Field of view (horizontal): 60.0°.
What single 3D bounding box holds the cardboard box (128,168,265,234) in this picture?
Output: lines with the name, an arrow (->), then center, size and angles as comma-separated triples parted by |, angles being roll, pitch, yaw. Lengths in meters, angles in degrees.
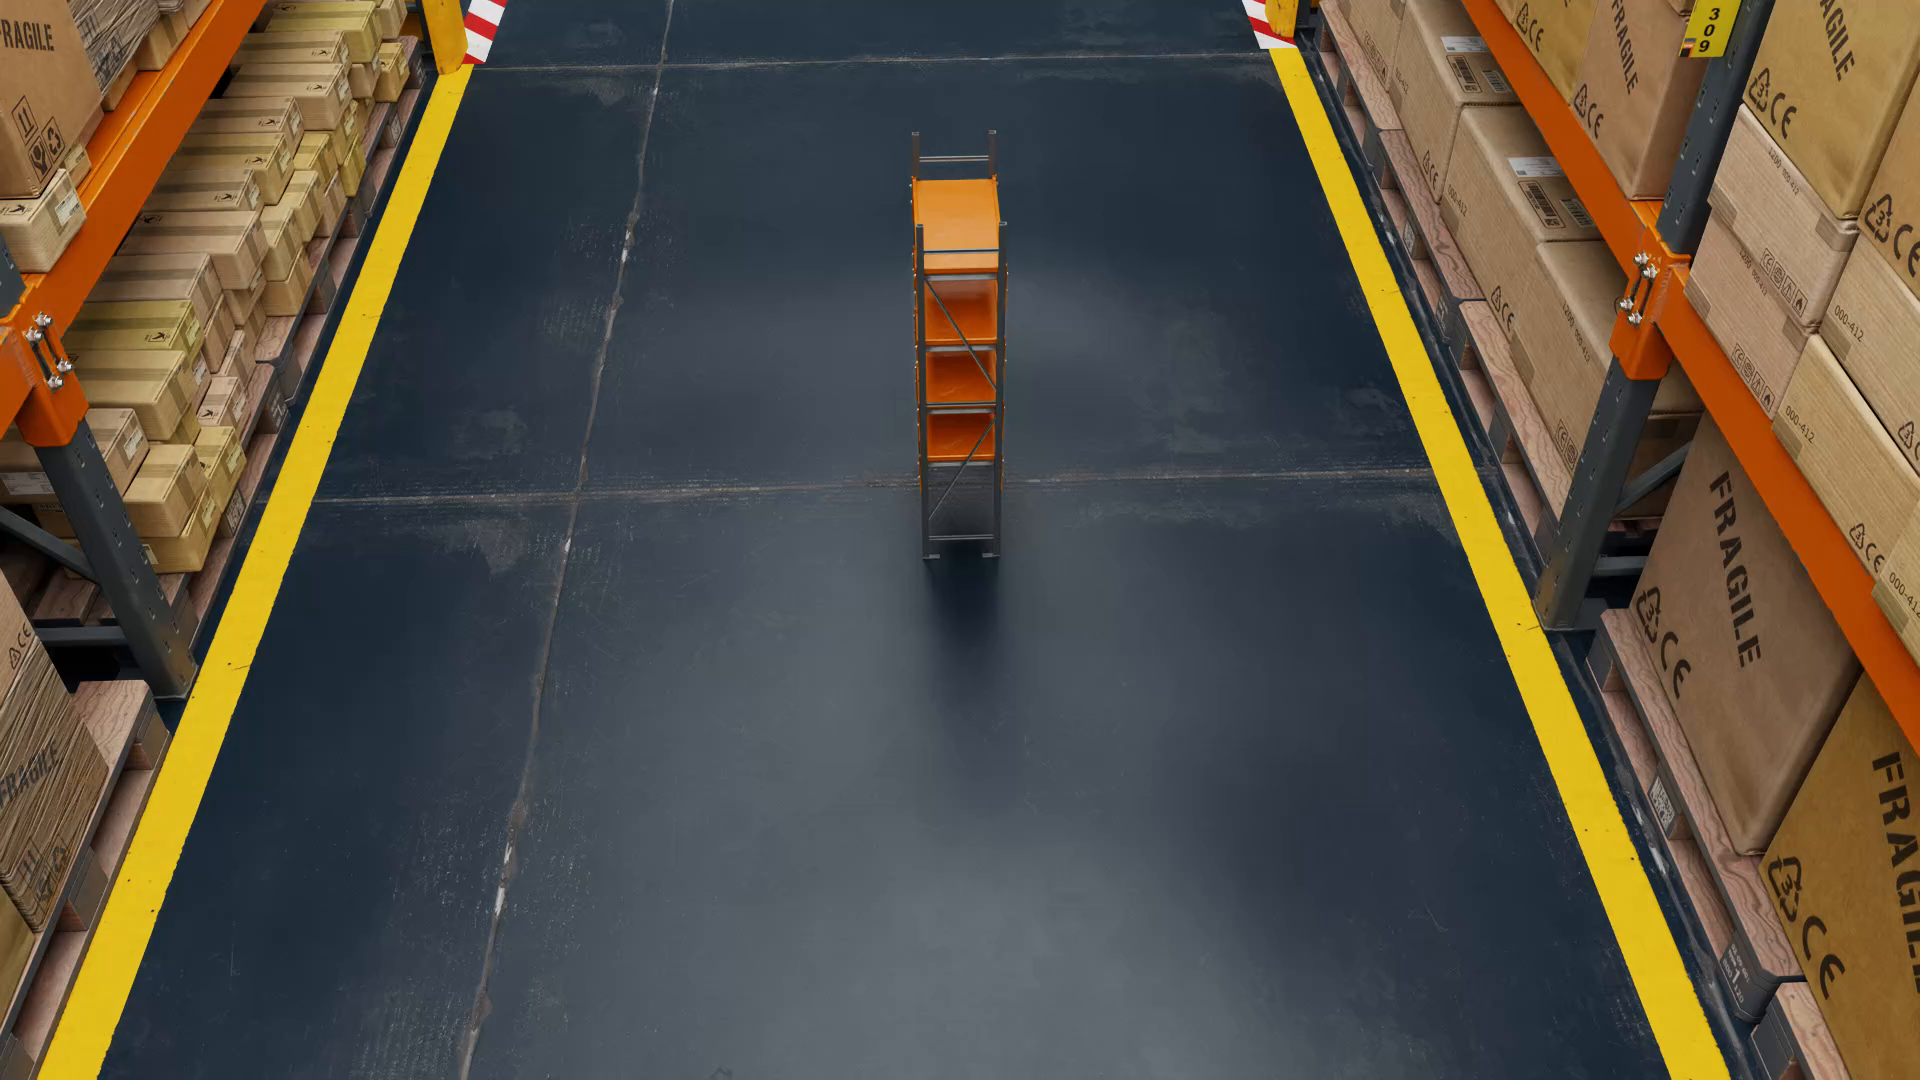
cardboard box -> -2.587, -1.124, 5.615 | 0.380, 0.149, 0.250 | -3, 43, -4

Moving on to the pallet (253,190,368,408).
pallet -> -2.828, -0.924, 6.102 | 1.003, 0.211, 1.213 | -2, 43, -2

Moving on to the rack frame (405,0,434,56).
rack frame -> -2.879, -3.374, 6.711 | 1.000, 3.000, 0.127 | -2, 43, -2

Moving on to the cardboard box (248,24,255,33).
cardboard box -> -3.065, -2.151, 6.736 | 0.380, 0.149, 0.250 | -1, 43, -1

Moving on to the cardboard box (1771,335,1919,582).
cardboard box -> 2.010, -0.175, 3.332 | 0.500, 0.250, 0.500 | -3, 43, -3

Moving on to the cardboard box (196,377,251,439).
cardboard box -> -2.478, -0.379, 5.242 | 0.380, 0.149, 0.250 | -2, 43, -2

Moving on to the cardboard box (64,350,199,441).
cardboard box -> -2.470, -0.423, 4.850 | 0.380, 0.149, 0.250 | 0, 43, 0

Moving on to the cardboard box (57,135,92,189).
cardboard box -> -2.480, -0.954, 4.257 | 0.380, 0.149, 0.250 | 0, 43, -1

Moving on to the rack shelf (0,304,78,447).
rack shelf -> -2.625, 0.942, 2.535 | 1.077, 0.370, 4.000 | -2, 43, -2

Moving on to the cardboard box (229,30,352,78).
cardboard box -> -2.565, -1.828, 6.383 | 0.380, 0.149, 0.250 | -3, 43, -4

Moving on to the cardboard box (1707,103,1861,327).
cardboard box -> 1.969, -0.708, 3.543 | 0.500, 0.250, 0.500 | -3, 43, -3

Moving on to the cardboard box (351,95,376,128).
cardboard box -> -2.611, -1.777, 6.768 | 0.380, 0.149, 0.250 | -2, 43, -2

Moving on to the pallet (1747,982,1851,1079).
pallet -> 2.395, 1.488, 3.470 | 1.003, 0.211, 1.213 | -2, 43, -2

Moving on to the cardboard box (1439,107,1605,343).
cardboard box -> 2.274, -1.126, 5.843 | 0.875, 0.438, 0.875 | -3, 43, -3

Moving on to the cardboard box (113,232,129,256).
cardboard box -> -3.028, -0.979, 5.677 | 0.380, 0.149, 0.250 | -4, 43, -4

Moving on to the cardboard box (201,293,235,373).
cardboard box -> -2.561, -0.655, 5.324 | 0.380, 0.149, 0.250 | -4, 43, -4

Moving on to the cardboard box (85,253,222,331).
cardboard box -> -2.564, -0.768, 5.226 | 0.380, 0.149, 0.250 | -3, 43, -3

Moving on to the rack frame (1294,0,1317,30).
rack frame -> 2.062, -3.584, 6.941 | 1.000, 3.000, 0.127 | -2, 43, -2

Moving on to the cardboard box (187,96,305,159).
cardboard box -> -2.597, -1.467, 5.990 | 0.380, 0.149, 0.250 | -3, 43, -3

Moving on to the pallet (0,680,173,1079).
pallet -> -2.675, 0.880, 4.134 | 1.003, 0.211, 1.213 | -2, 43, -2

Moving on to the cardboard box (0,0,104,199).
cardboard box -> -2.479, -1.162, 4.003 | 0.500, 0.500, 0.500 | -2, 43, -3

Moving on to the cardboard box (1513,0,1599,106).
cardboard box -> 1.929, -1.574, 4.673 | 0.500, 0.500, 0.500 | -3, 43, -3

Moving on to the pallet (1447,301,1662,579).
pallet -> 2.278, -0.372, 5.499 | 1.003, 0.211, 1.213 | -2, 43, -2

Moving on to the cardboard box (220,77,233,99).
cardboard box -> -2.639, -1.704, 6.468 | 0.380, 0.149, 0.250 | -2, 43, -2

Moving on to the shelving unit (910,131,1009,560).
shelving unit -> -0.007, -0.554, 4.966 | 0.258, 1.200, 0.503 | -2, 43, -2

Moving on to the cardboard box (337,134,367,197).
cardboard box -> -2.514, -1.440, 6.401 | 0.380, 0.149, 0.250 | -3, 43, -4

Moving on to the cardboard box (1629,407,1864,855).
cardboard box -> 2.338, 0.161, 4.116 | 0.875, 0.875, 0.875 | 0, 43, 0

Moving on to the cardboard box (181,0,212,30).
cardboard box -> -2.499, -1.669, 5.037 | 0.380, 0.149, 0.250 | 0, 43, 0

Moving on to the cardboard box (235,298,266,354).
cardboard box -> -2.585, -0.729, 5.625 | 0.380, 0.149, 0.250 | -3, 43, -4

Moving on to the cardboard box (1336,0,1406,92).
cardboard box -> 2.190, -2.352, 7.181 | 0.875, 0.438, 0.875 | -3, 43, -3

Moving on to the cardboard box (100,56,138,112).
cardboard box -> -2.549, -1.316, 4.652 | 0.380, 0.149, 0.250 | -3, 43, -4

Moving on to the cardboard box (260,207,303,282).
cardboard box -> -2.496, -1.014, 5.715 | 0.380, 0.149, 0.250 | -2, 43, -2

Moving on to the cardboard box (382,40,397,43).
cardboard box -> -2.649, -2.129, 7.151 | 0.380, 0.149, 0.250 | -1, 43, -1

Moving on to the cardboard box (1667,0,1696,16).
cardboard box -> 1.936, -1.600, 3.962 | 0.500, 0.500, 0.500 | -2, 43, -2

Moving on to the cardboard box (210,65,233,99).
cardboard box -> -3.060, -1.877, 6.657 | 0.380, 0.149, 0.250 | -1, 43, -1

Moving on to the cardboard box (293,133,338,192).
cardboard box -> -2.521, -1.366, 6.099 | 0.380, 0.149, 0.250 | 0, 43, 0

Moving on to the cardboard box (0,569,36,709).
cardboard box -> -2.425, 0.312, 3.674 | 0.500, 0.250, 0.500 | -3, 43, -3

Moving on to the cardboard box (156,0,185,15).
cardboard box -> -2.492, -1.837, 4.740 | 0.500, 0.500, 0.500 | -2, 43, -3

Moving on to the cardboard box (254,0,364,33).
cardboard box -> -2.650, -2.176, 6.763 | 0.380, 0.149, 0.250 | -1, 43, -1

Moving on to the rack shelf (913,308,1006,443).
rack shelf -> -0.007, -0.504, 5.012 | 0.258, 0.148, 0.480 | -2, 43, -2

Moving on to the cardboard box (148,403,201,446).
cardboard box -> -2.506, -0.309, 4.947 | 0.380, 0.149, 0.250 | -1, 43, -1

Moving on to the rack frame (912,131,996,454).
rack frame -> -0.017, -0.719, 5.146 | 0.240, 1.200, 0.015 | -2, 43, -2

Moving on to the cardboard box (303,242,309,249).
cardboard box -> -2.587, -1.082, 6.010 | 0.380, 0.149, 0.250 | -1, 43, -1

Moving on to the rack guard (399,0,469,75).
rack guard -> -2.876, -2.401, 7.500 | 1.175, 0.500, 0.348 | -2, 43, -2

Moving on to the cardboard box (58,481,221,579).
cardboard box -> -2.404, -0.033, 4.865 | 0.380, 0.149, 0.250 | -3, 43, -4

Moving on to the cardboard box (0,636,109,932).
cardboard box -> -2.426, 0.585, 3.931 | 0.500, 0.500, 0.500 | -2, 43, -3

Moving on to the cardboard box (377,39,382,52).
cardboard box -> -2.615, -2.062, 6.858 | 0.380, 0.149, 0.250 | -3, 43, -3

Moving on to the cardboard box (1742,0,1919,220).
cardboard box -> 1.963, -0.984, 3.290 | 0.500, 0.500, 0.500 | -1, 43, -1

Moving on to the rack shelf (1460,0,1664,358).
rack shelf -> 2.147, -1.969, 5.711 | 1.077, 0.370, 4.000 | -2, 43, -2

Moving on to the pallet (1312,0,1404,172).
pallet -> 2.174, -2.019, 7.296 | 1.003, 0.211, 1.213 | -2, 43, -2

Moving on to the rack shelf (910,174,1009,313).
rack shelf -> -0.007, -0.844, 4.701 | 0.258, 0.148, 0.480 | -2, 43, -2
